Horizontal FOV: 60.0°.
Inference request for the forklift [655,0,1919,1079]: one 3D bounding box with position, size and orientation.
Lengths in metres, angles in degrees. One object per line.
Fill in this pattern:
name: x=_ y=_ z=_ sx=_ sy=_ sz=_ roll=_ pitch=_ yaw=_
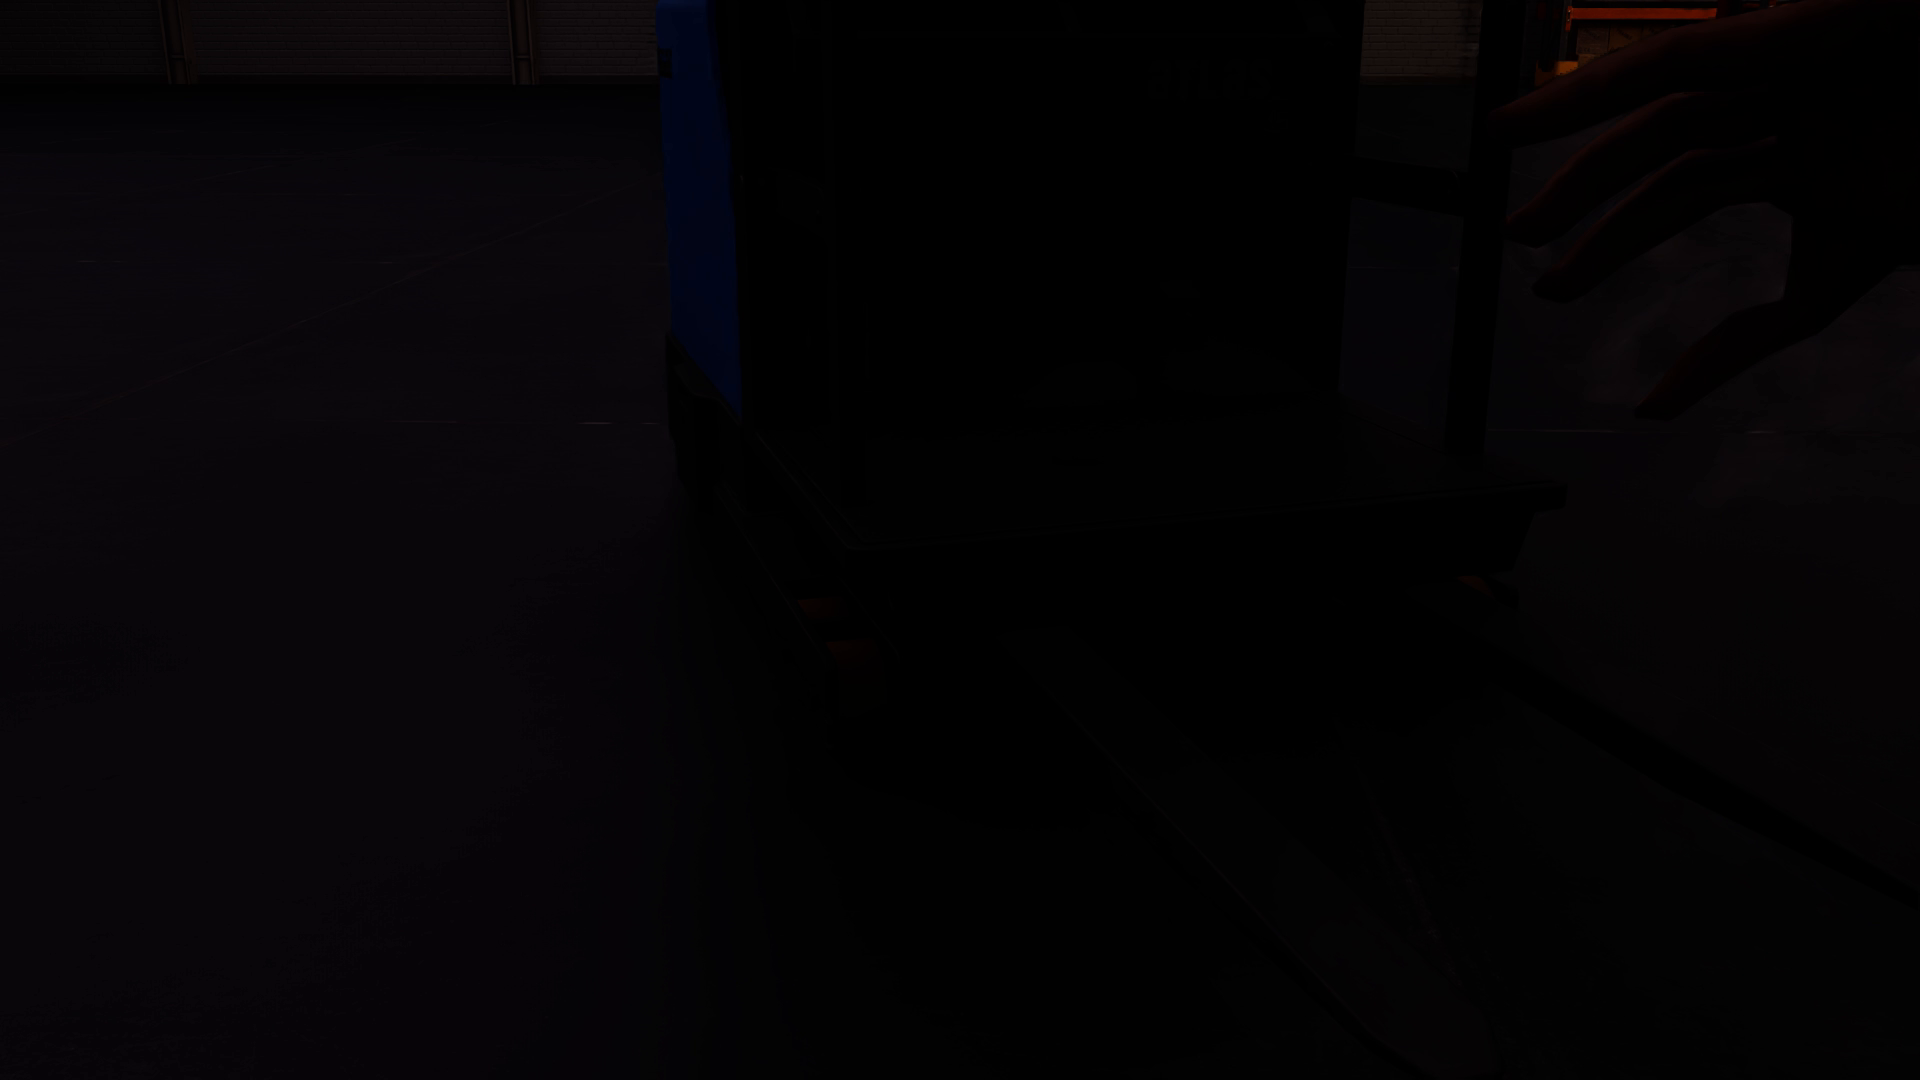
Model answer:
forklift: x=0.237 y=-1.227 z=2.379 sx=1.130 sy=2.935 sz=3.031 roll=-5 pitch=18 yaw=-16
